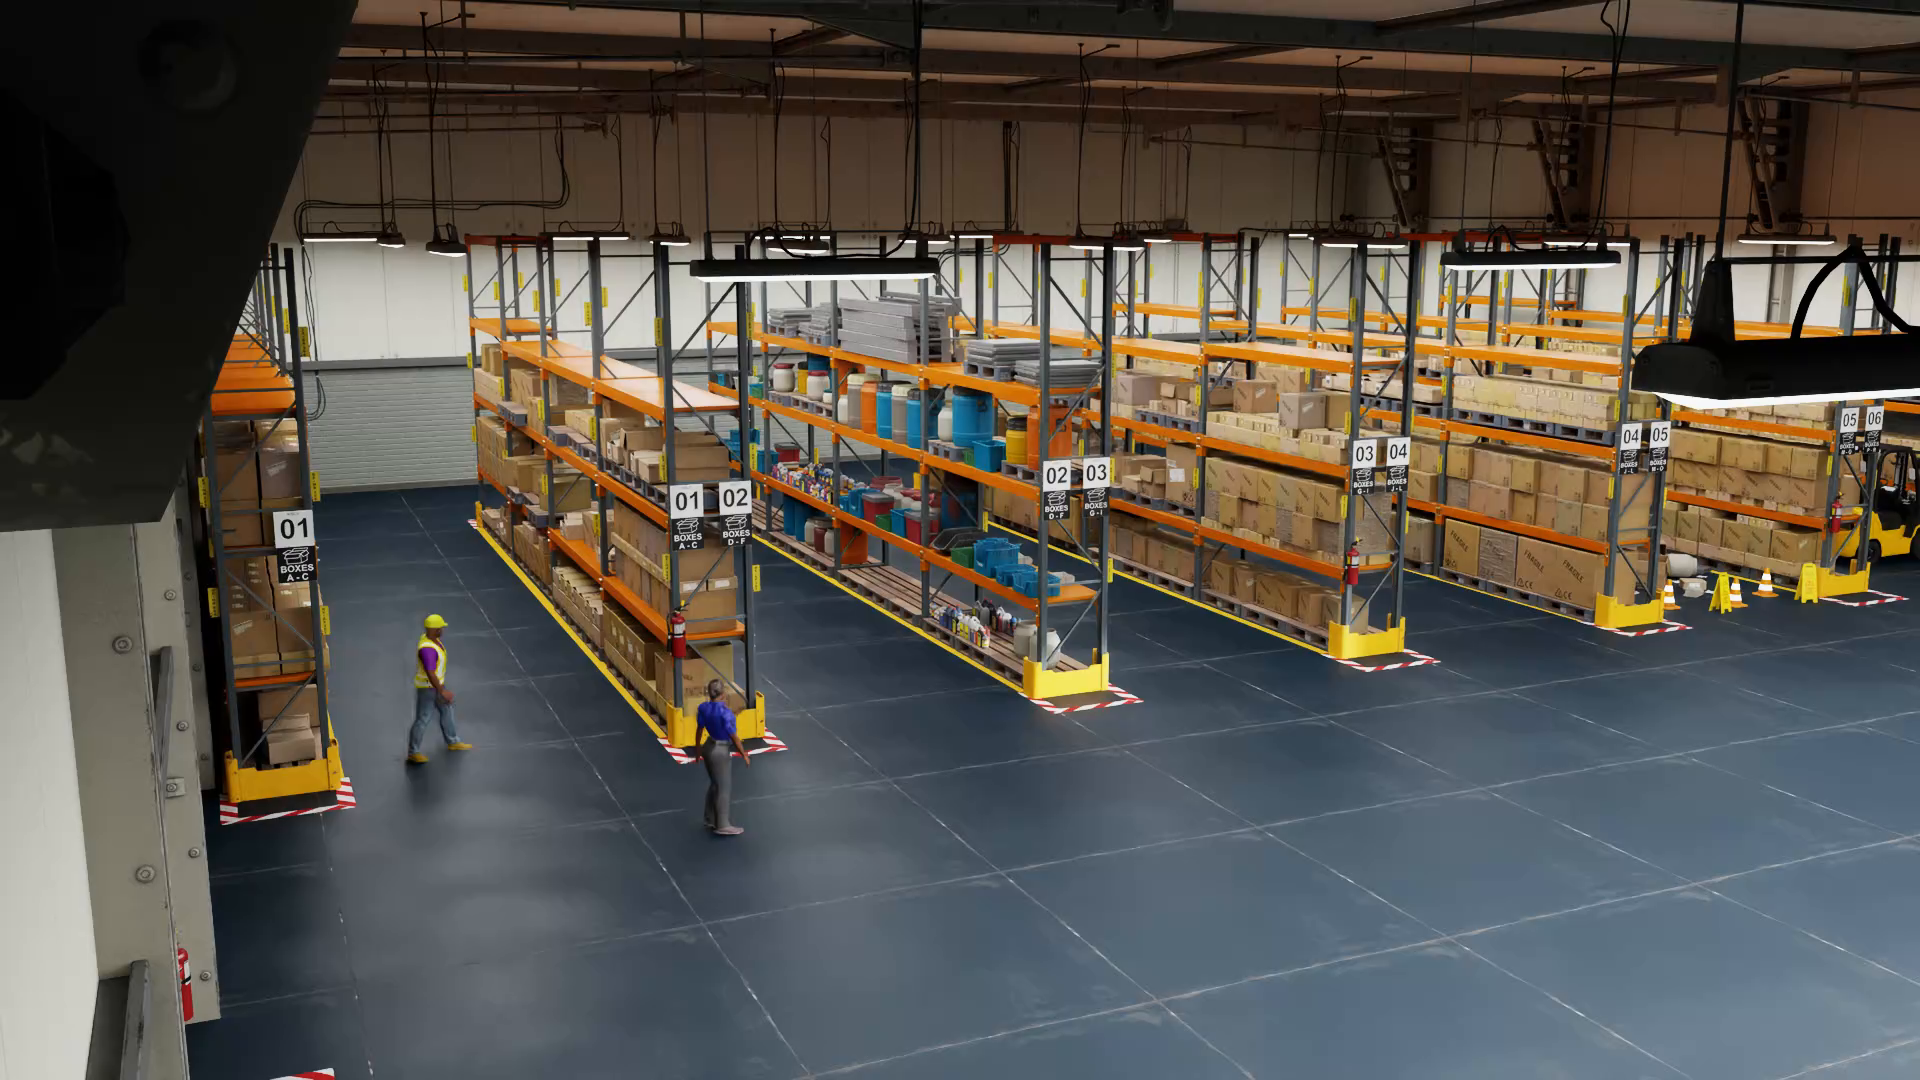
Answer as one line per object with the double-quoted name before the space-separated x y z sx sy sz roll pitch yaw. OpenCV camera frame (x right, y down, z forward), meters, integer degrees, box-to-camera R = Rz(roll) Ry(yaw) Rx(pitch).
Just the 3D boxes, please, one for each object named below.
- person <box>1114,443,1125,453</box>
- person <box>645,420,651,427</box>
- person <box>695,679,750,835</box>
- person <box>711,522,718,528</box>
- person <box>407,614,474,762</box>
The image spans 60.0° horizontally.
"person" 3.338 -1.252 35.206 0.506 1.640 0.707 -6 12 -27
"person" -7.146 -1.854 37.914 0.501 1.772 0.539 -4 12 -20
"person" -2.463 2.356 17.311 0.466 1.497 0.524 -7 13 -31
"person" -4.652 -0.560 31.877 0.468 1.557 0.595 -3 11 -14
"person" -6.217 1.728 19.674 0.661 1.760 0.706 0 11 -2
